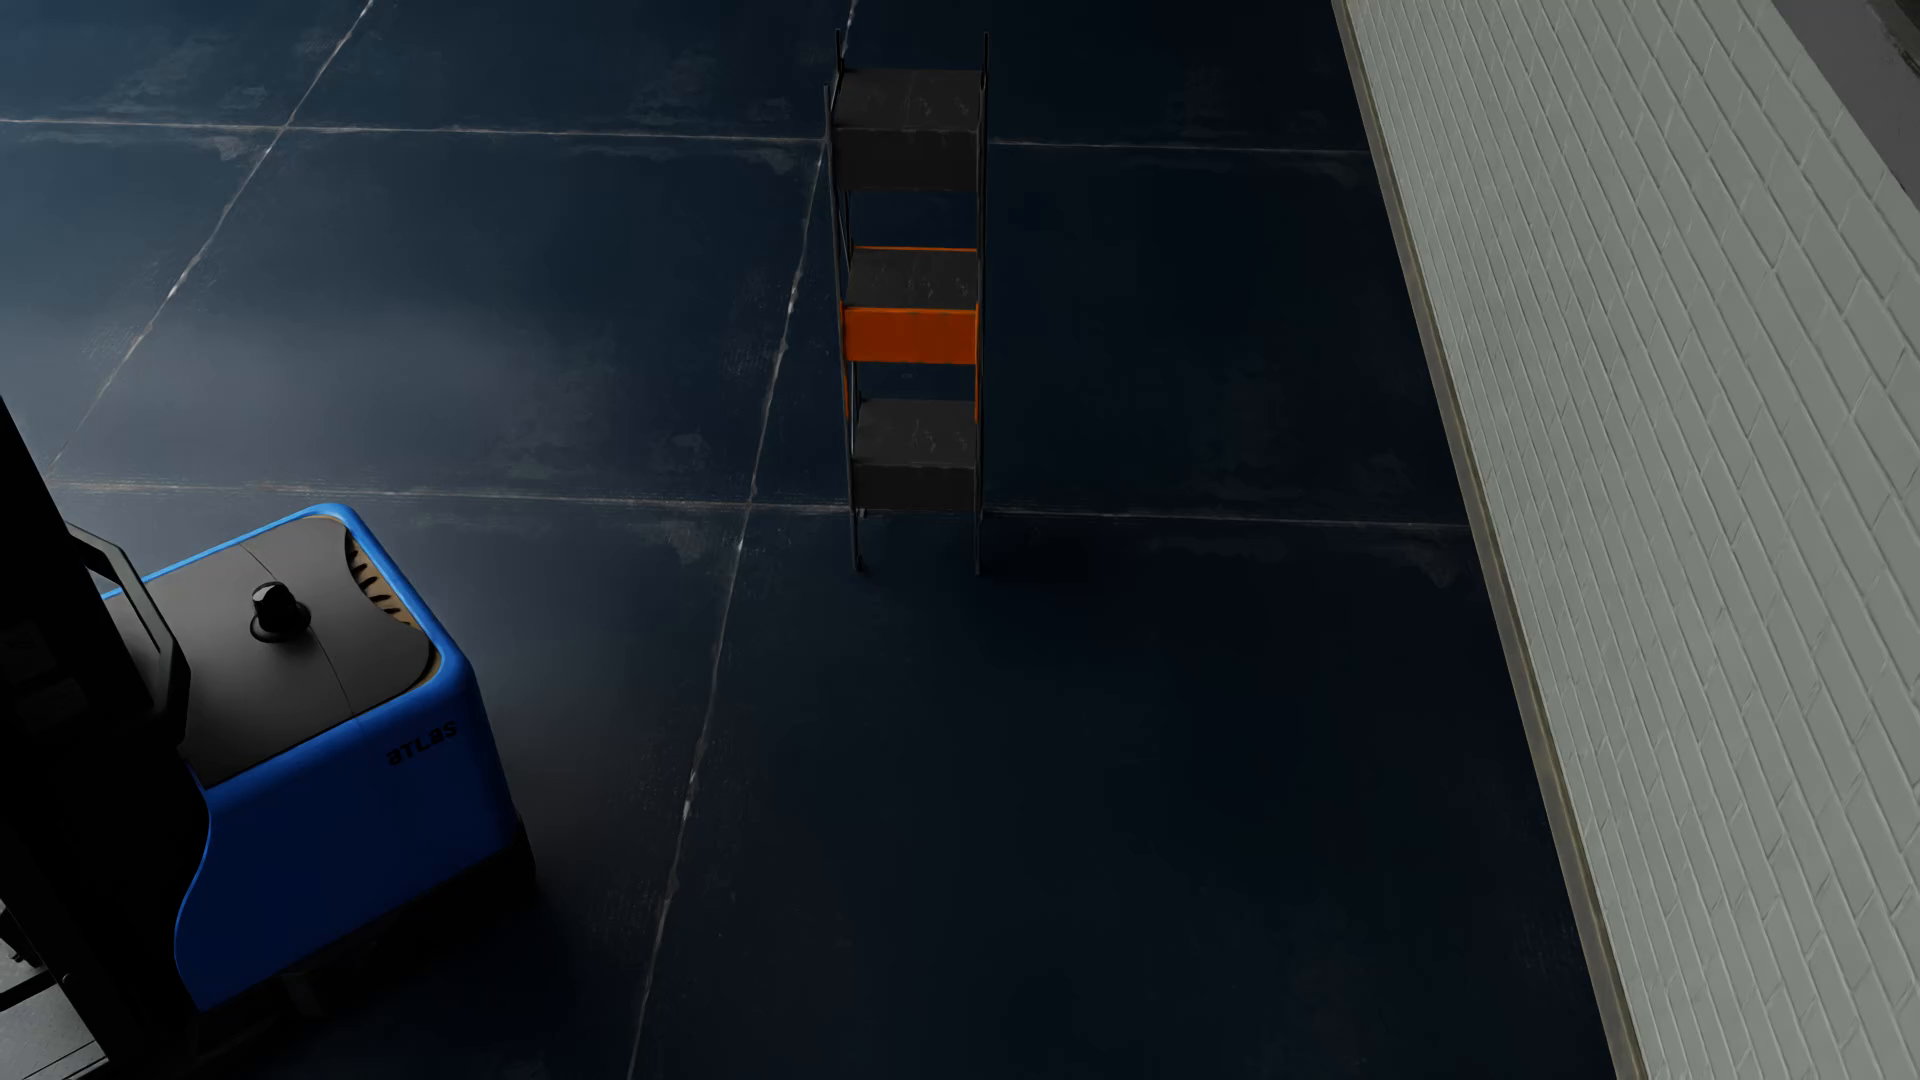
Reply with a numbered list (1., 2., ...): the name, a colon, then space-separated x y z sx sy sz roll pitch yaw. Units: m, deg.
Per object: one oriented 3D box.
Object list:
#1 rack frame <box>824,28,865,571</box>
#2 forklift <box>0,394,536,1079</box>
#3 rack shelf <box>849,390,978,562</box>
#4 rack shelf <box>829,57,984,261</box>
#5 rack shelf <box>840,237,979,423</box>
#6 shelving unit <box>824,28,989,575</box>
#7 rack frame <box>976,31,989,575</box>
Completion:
1. rack frame: -0.409 -0.781 6.048 0.015 2.100 0.400 2 43 2
2. forklift: -2.871 0.442 4.125 3.031 2.935 1.130 -28 50 -27
3. rack shelf: -0.165 -0.251 6.526 0.480 0.518 0.431 2 43 2
4. rack shelf: -0.165 -1.276 5.572 0.480 0.518 0.431 2 43 2
5. rack shelf: -0.165 -0.763 6.049 0.480 0.518 0.431 2 43 2
6. shelving unit: -0.165 -0.773 6.040 0.503 2.100 0.431 2 43 2
7. rack frame: 0.078 -0.766 6.032 0.015 2.100 0.400 2 43 2
